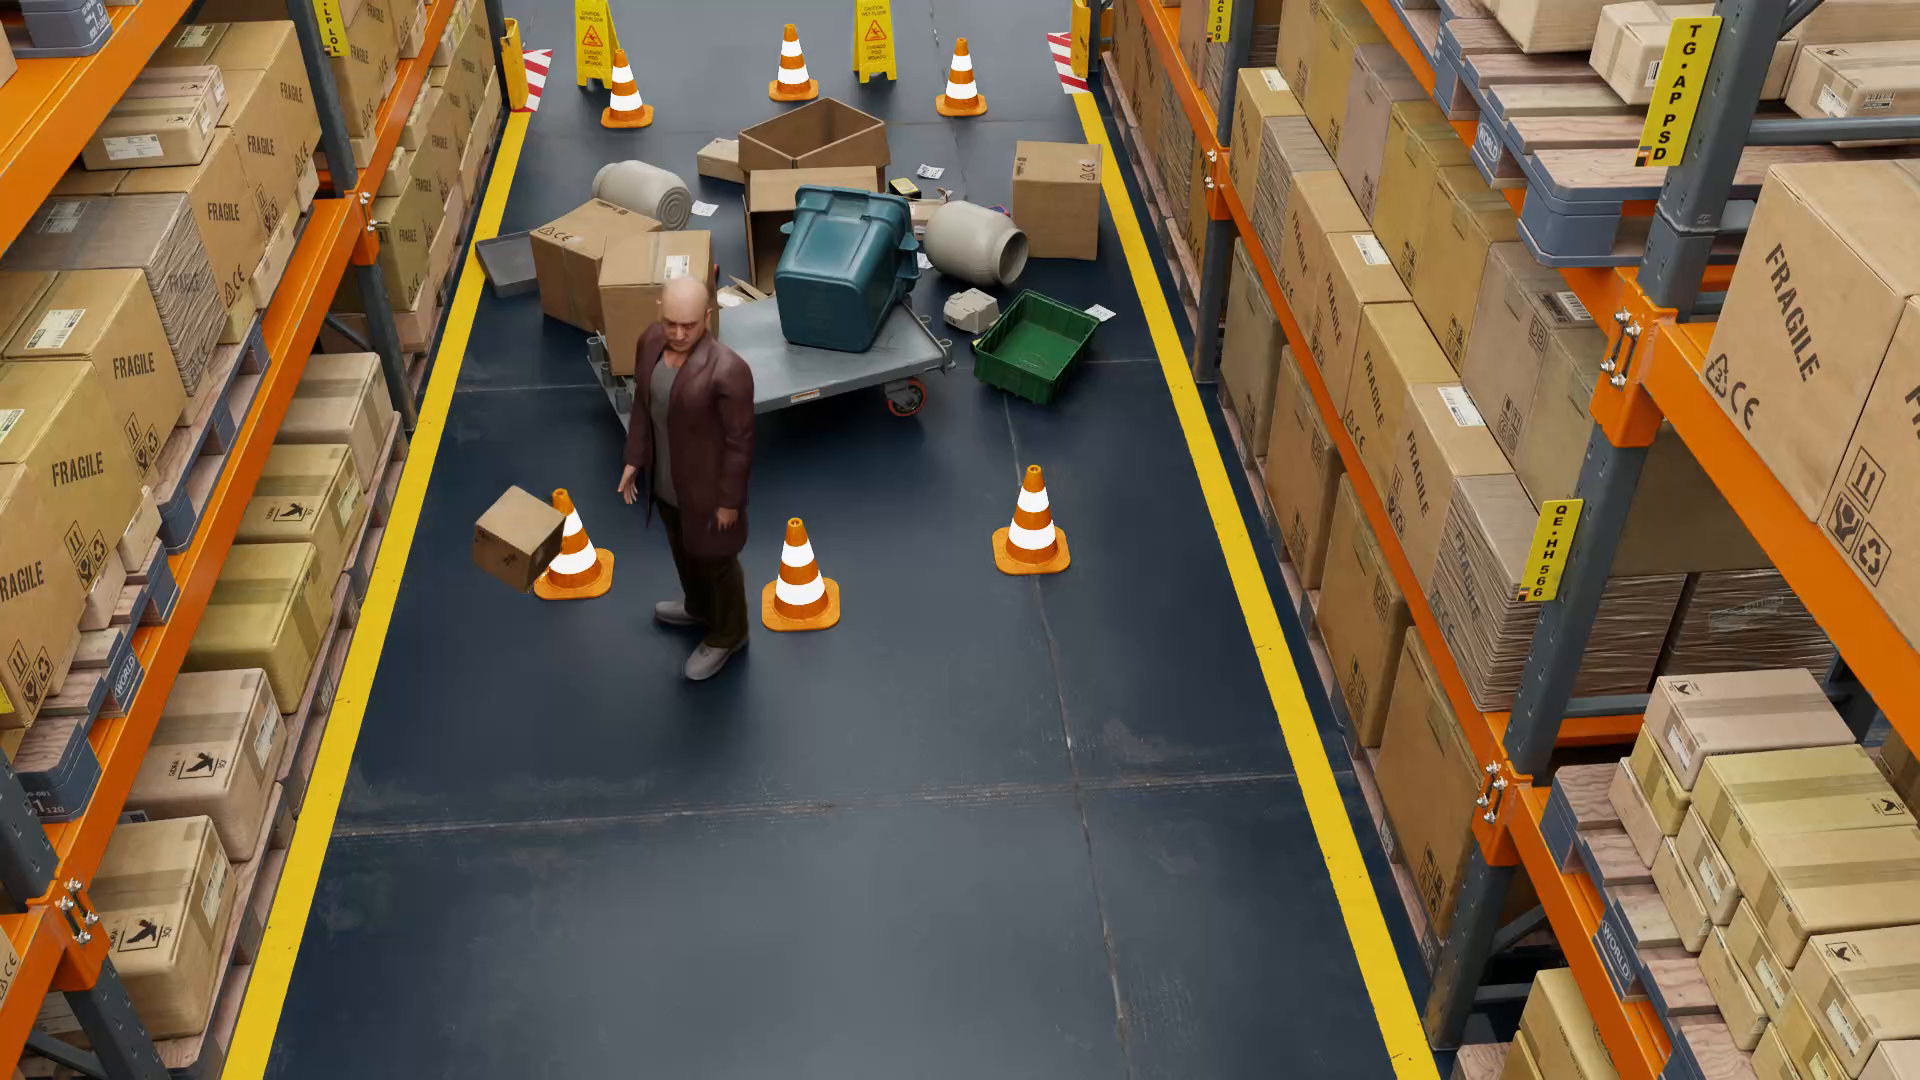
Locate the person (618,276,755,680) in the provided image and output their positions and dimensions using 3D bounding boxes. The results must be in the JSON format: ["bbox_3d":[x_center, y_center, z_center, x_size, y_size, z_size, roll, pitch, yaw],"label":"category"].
[{"bbox_3d":[-1.067,-0.235,6.431,0.684,1.783,0.403,30,48,32],"label":"person"}]
